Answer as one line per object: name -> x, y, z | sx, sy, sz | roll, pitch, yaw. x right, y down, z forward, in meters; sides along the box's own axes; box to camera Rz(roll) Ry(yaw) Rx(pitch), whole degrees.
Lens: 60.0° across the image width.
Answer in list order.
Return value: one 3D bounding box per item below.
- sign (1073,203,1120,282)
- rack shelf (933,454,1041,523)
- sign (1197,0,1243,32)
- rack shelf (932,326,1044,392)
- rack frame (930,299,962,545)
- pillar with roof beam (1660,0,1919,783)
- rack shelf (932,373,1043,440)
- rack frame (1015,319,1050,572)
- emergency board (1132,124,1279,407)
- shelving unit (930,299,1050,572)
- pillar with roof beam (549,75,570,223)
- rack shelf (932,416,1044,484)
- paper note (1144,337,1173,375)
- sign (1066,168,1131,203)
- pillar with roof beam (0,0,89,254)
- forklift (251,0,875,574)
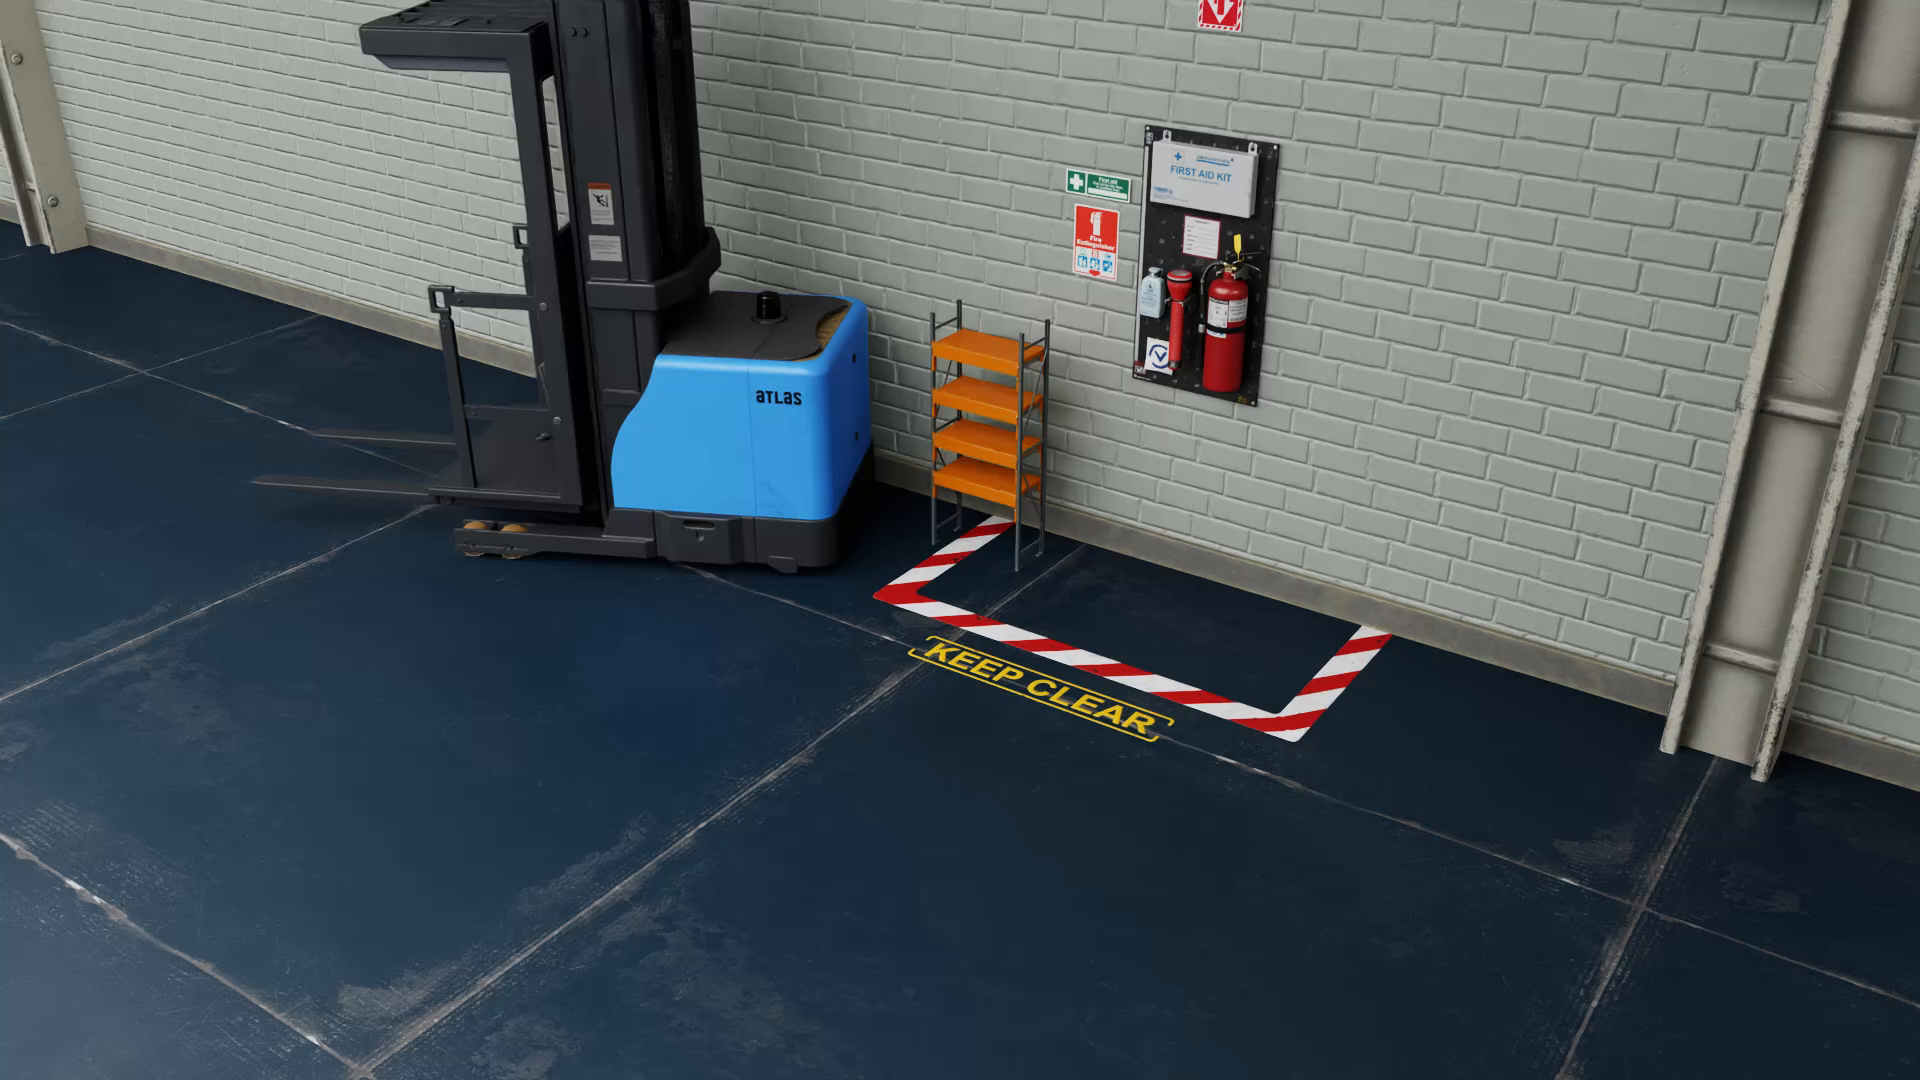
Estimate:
sign -> 0.617, -1.353, 7.563 | 0.234, 0.329, 0.001 | 17, 32, 30
rack shelf -> 0.136, -0.255, 8.015 | 0.480, 0.148, 0.258 | 17, 32, 30
sign -> 1.064, -2.229, 6.768 | 0.199, 0.298, 0.001 | 17, 32, 30
rack shelf -> 0.136, -0.842, 7.716 | 0.480, 0.148, 0.258 | 17, 32, 30
rack frame -> -0.065, -0.555, 8.018 | 0.015, 1.200, 0.240 | 17, 32, 30
pillar with roof beam -> 0.592, -1.572, 1.418 | 0.400, 9.000, 9.100 | 17, 32, 30
rack shelf -> 0.136, -0.632, 7.823 | 0.480, 0.148, 0.258 | 17, 32, 30
rack frame -> 0.338, -0.430, 7.771 | 0.015, 1.200, 0.240 | 17, 32, 30
emergency board -> 1.014, -1.157, 7.216 | 0.643, 1.169, 0.194 | 17, 32, 30
shelving unit -> 0.136, -0.492, 7.894 | 0.503, 1.200, 0.258 | 17, 32, 30
pillar with roof beam -> -4.353, -3.113, 4.446 | 0.400, 9.000, 9.100 | 17, 32, 30
rack shelf -> 0.136, -0.432, 7.925 | 0.480, 0.148, 0.258 | 17, 32, 30
paper note -> 0.908, -0.836, 7.556 | 0.142, 0.148, 0.016 | 17, 32, 30
sign -> 0.616, -1.585, 7.434 | 0.331, 0.109, 0.001 | 17, 32, 30
pillar with roof beam -> -9.299, -4.654, 7.473 | 0.400, 9.000, 9.100 | 17, 32, 30
forklift -> -2.006, -1.444, 7.857 | 3.031, 2.935, 1.130 | 4, 27, 8
